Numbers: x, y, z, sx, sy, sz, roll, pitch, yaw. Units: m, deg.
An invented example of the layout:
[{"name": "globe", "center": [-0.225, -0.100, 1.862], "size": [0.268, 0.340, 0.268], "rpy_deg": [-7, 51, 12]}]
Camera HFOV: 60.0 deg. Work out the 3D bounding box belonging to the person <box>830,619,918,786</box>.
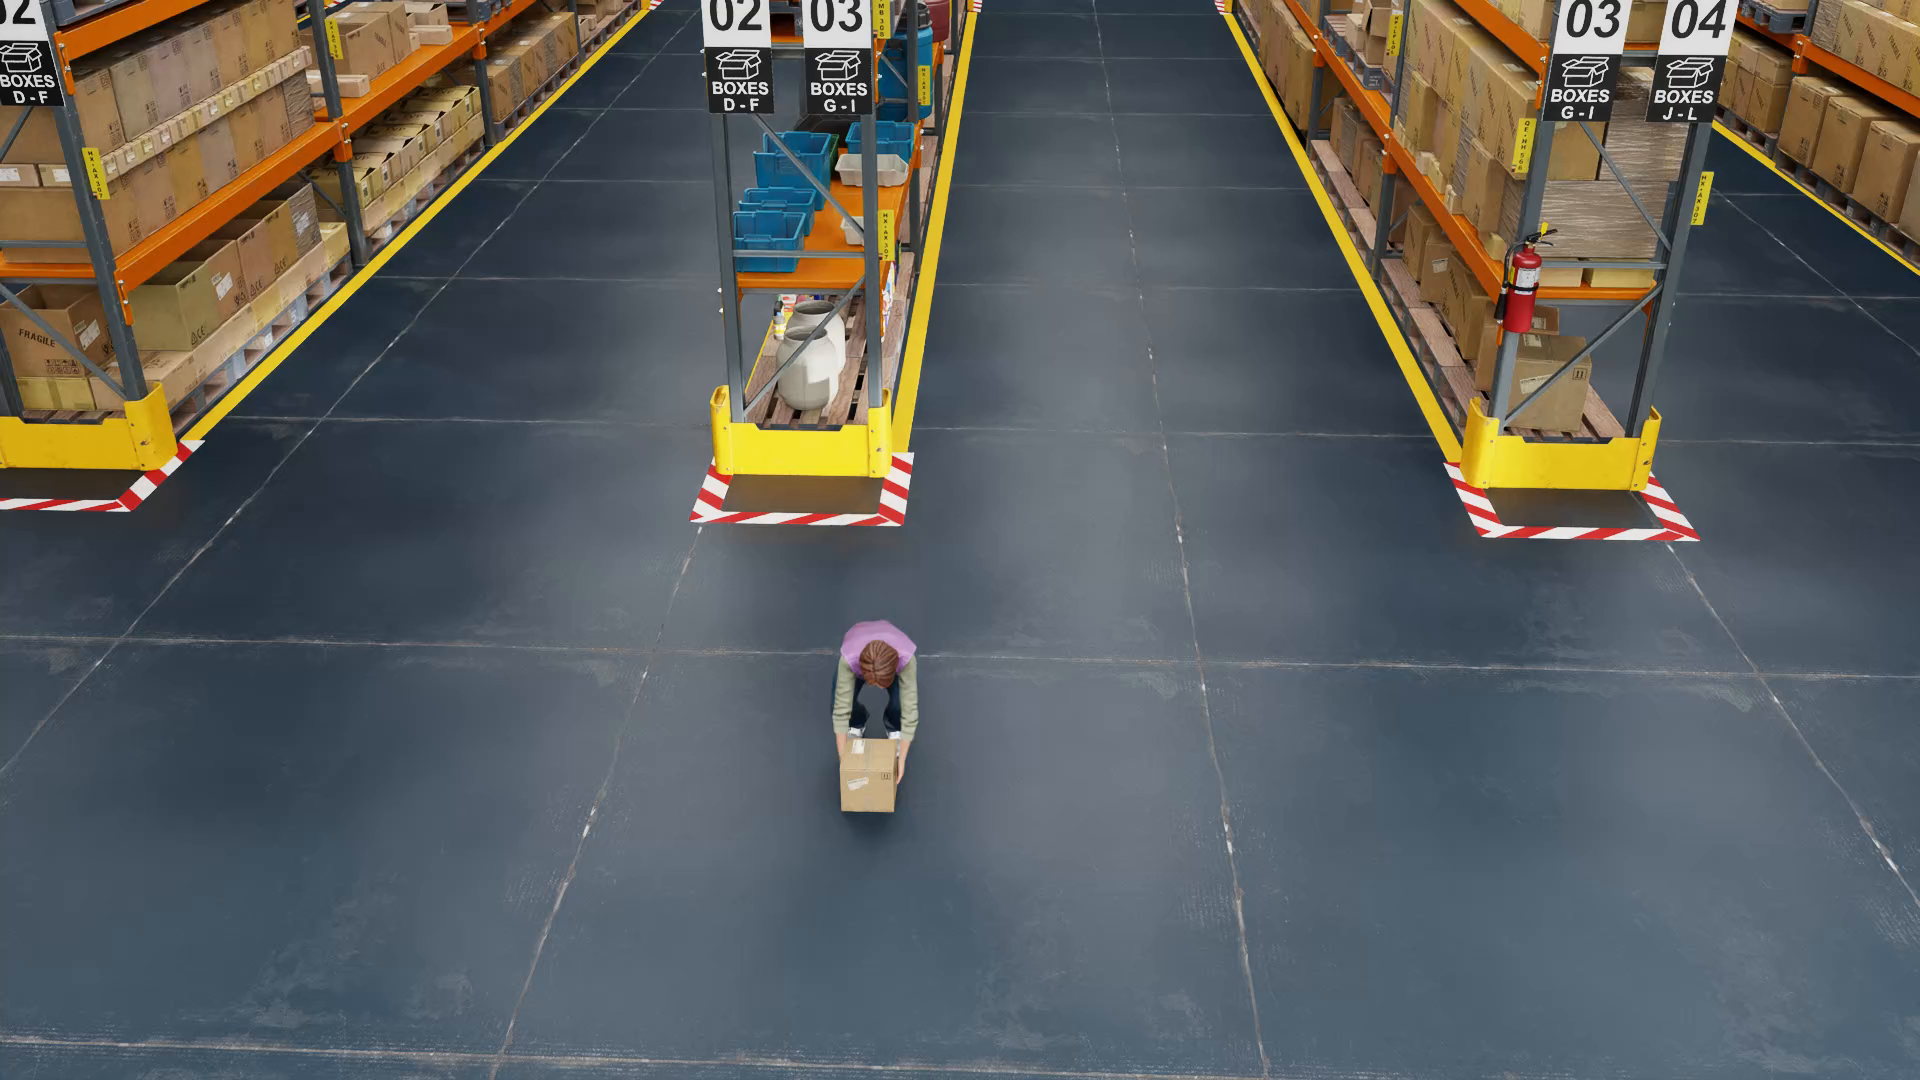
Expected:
[{"name": "person", "center": [-0.413, 0.709, 8.143], "size": [0.441, 0.819, 0.806], "rpy_deg": [1, 28, 2]}]
